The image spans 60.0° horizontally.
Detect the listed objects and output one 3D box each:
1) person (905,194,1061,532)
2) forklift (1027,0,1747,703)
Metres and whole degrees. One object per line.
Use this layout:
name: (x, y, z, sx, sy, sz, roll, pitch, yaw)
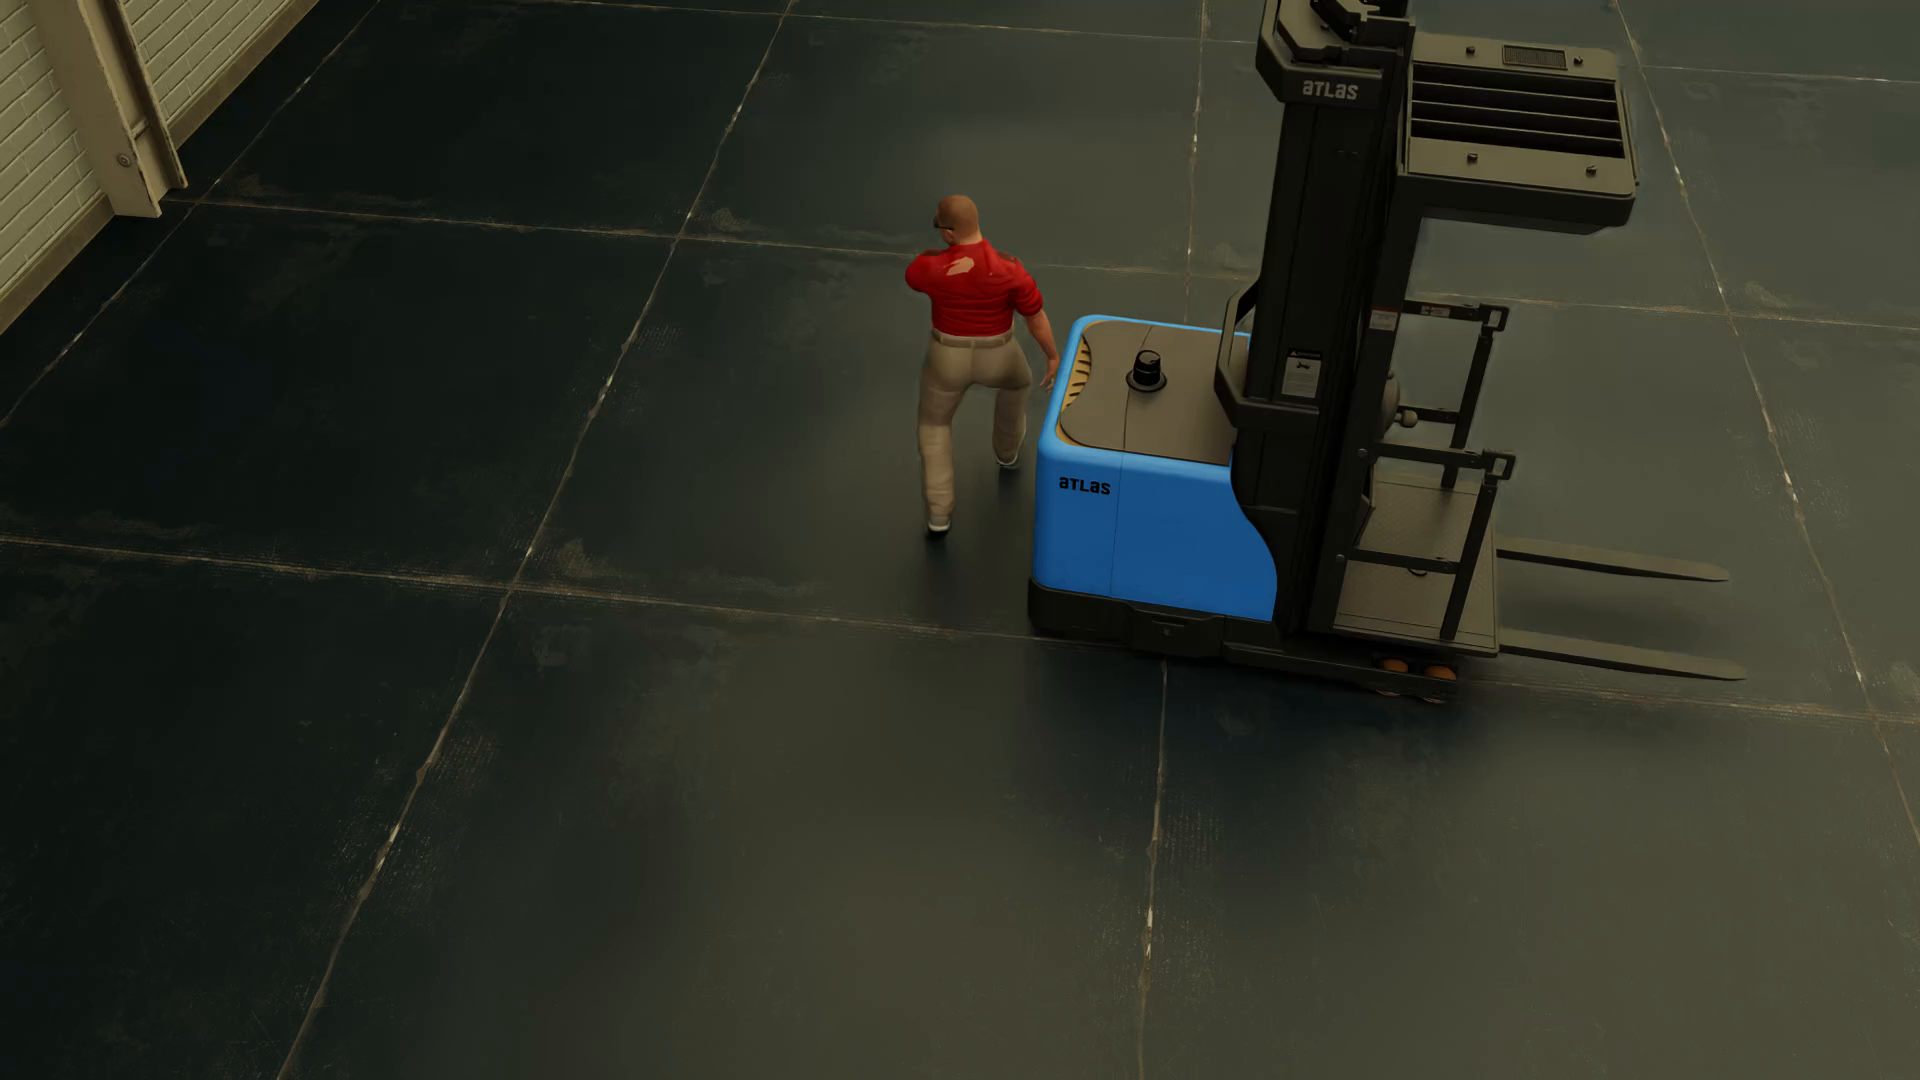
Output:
person: (0.109, -0.891, 7.656, 0.709, 1.651, 0.833, -1, 43, -1)
forklift: (1.873, -0.775, 6.568, 3.031, 2.935, 1.130, 8, 43, 9)
